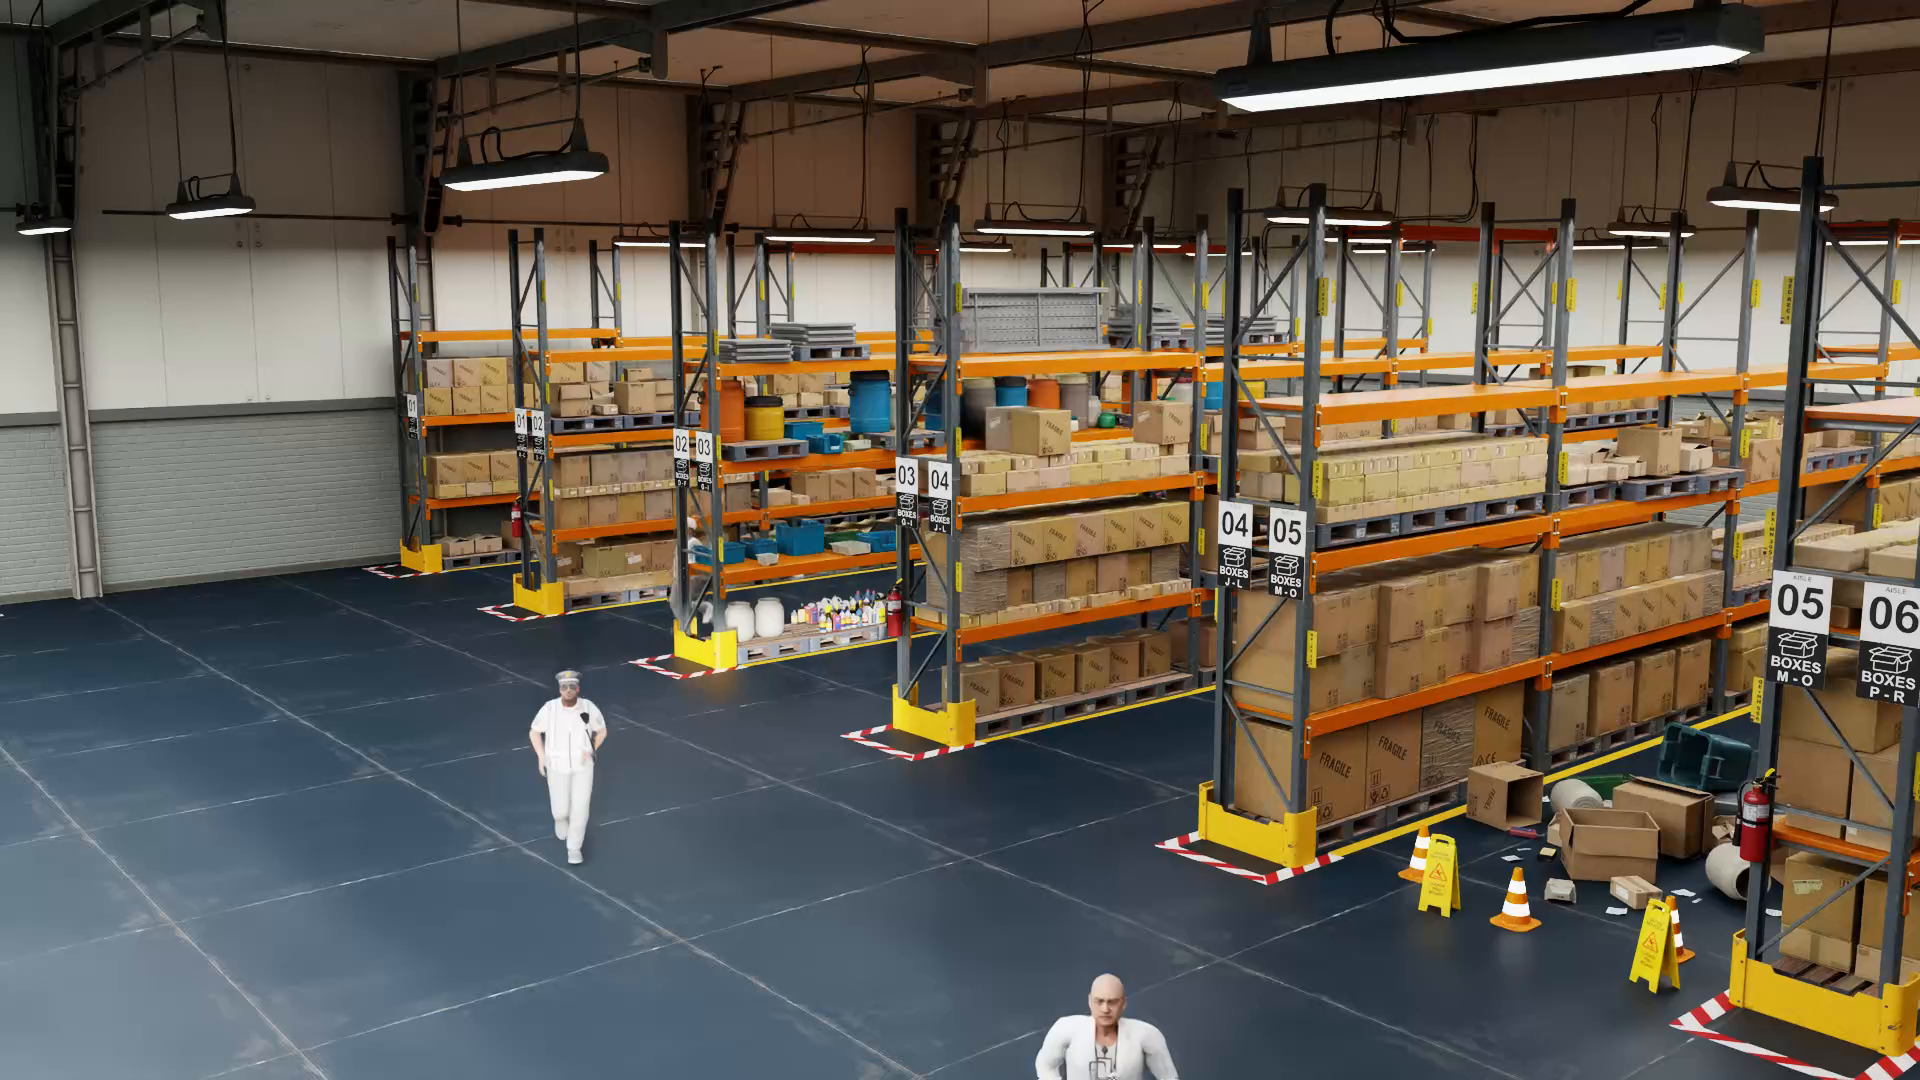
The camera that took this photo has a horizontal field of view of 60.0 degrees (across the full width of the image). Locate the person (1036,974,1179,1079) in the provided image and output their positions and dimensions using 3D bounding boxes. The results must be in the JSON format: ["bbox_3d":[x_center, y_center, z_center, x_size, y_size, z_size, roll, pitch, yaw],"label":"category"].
[{"bbox_3d":[0.743,3.034,8.436,0.727,1.747,0.633,1,9,4],"label":"person"}]

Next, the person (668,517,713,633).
[{"bbox_3d":[-3.975,0.516,24.469,0.687,1.719,0.679,-8,12,-43],"label":"person"}]

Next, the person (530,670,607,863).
[{"bbox_3d":[-3.525,2.012,15.041,0.679,1.736,0.619,-3,9,-17],"label":"person"}]
